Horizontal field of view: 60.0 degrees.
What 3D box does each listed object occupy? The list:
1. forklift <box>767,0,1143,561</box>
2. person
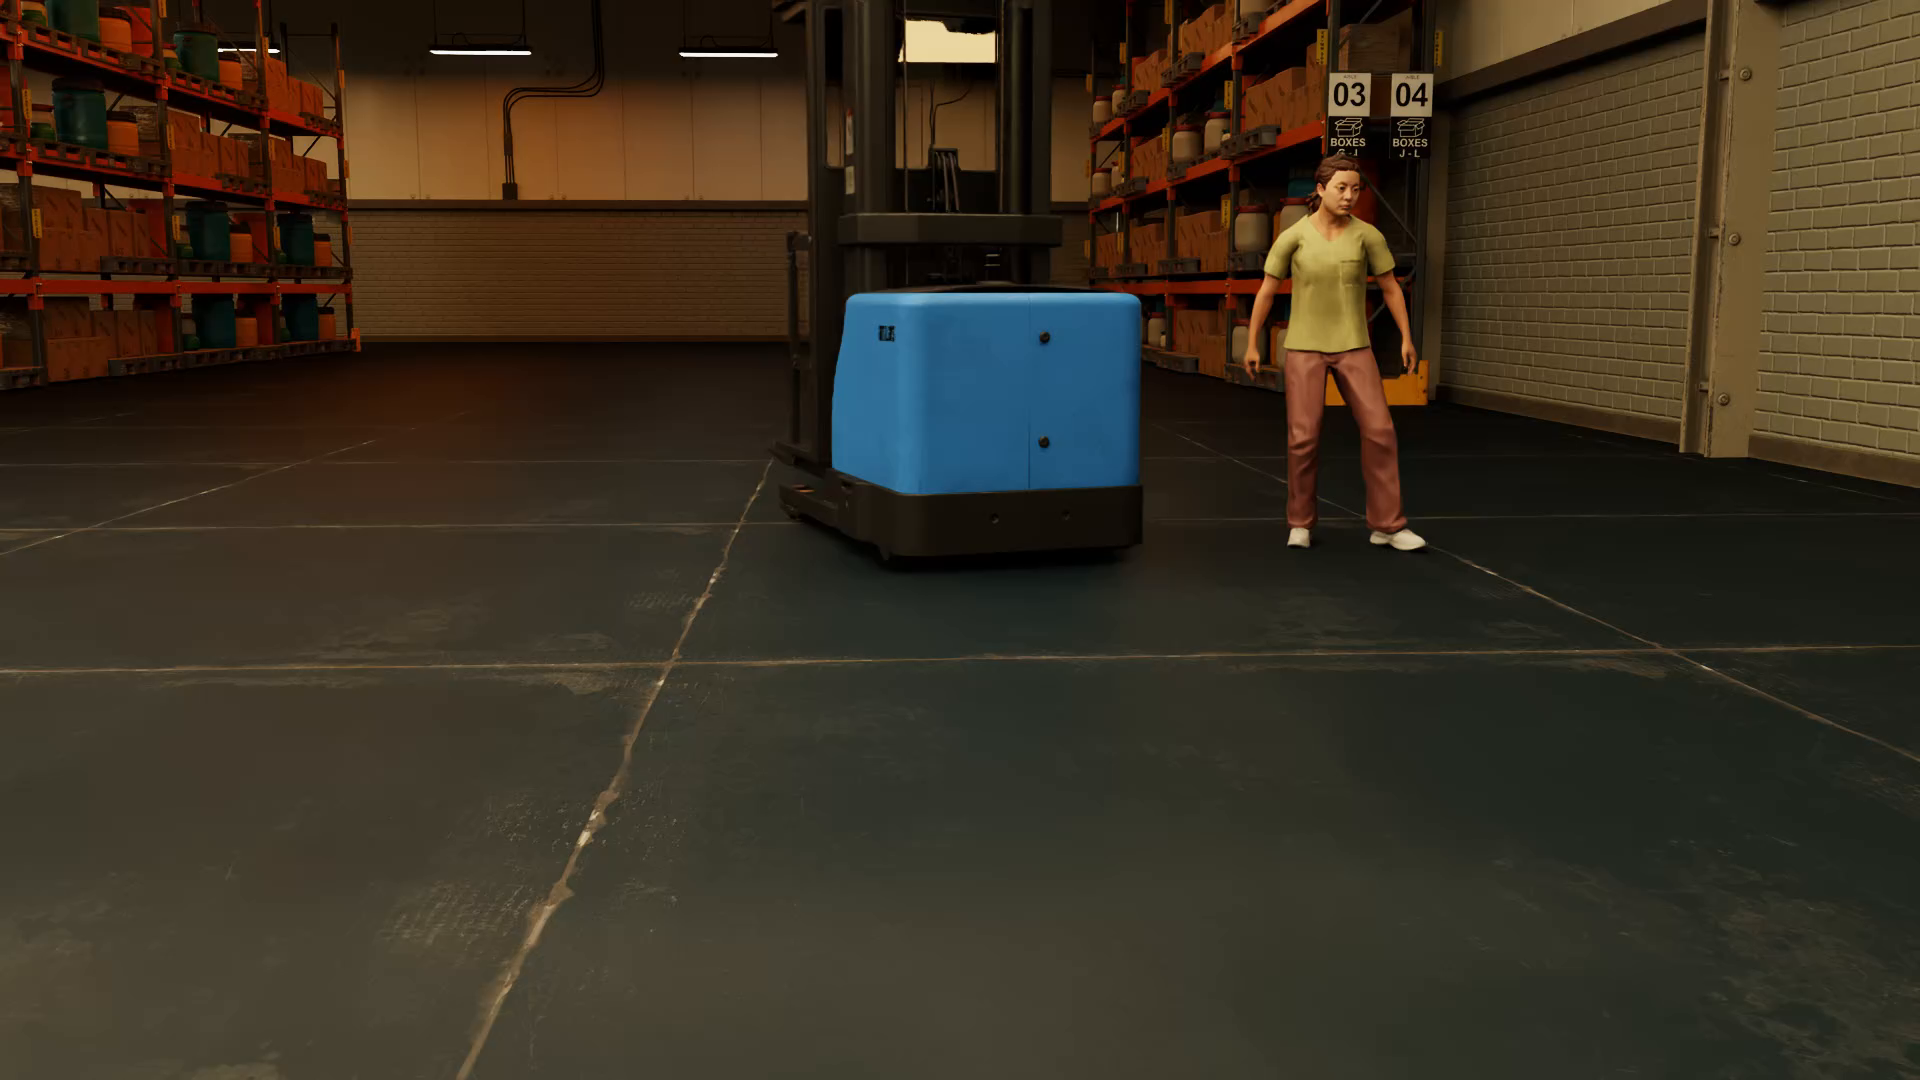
[{"bbox_3d":[-0.235,-1.544,7.729,1.130,2.935,3.031,-3,9,-19],"label":"forklift"},{"bbox_3d":[1.591,-0.789,7.033,0.759,1.648,0.366,1,8,4],"label":"person"}]
